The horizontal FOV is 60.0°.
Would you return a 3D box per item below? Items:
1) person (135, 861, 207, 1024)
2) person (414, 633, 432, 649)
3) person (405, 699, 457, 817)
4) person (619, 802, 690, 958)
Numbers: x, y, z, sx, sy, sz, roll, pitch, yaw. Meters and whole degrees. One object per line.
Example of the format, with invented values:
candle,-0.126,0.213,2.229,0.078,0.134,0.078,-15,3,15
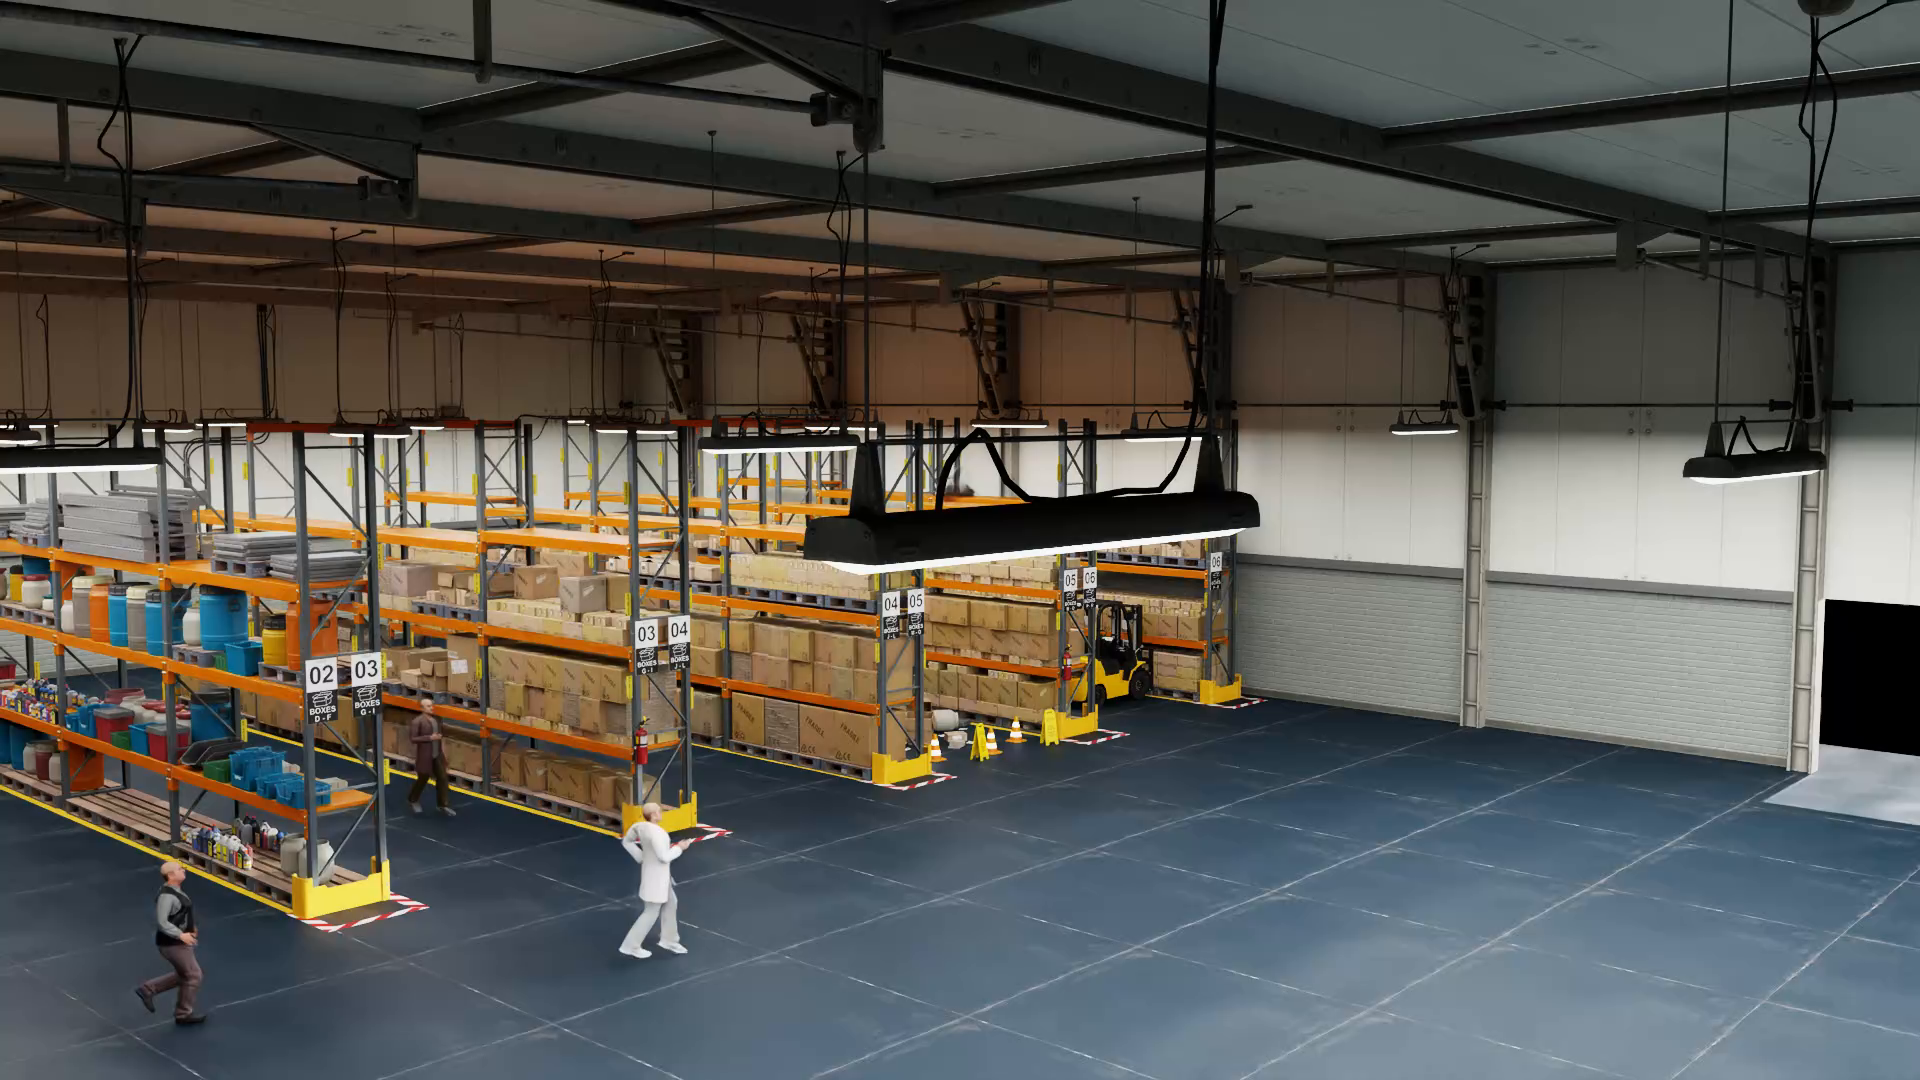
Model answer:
person,-8.066,4.103,16.951,0.670,1.678,0.699,-2,5,-20
person,-12.925,2.232,40.148,0.530,1.680,0.719,1,5,10
person,-8.152,3.331,25.519,0.949,1.780,0.701,3,5,30
person,-3.487,3.884,18.911,0.832,1.831,0.685,-2,5,-24
